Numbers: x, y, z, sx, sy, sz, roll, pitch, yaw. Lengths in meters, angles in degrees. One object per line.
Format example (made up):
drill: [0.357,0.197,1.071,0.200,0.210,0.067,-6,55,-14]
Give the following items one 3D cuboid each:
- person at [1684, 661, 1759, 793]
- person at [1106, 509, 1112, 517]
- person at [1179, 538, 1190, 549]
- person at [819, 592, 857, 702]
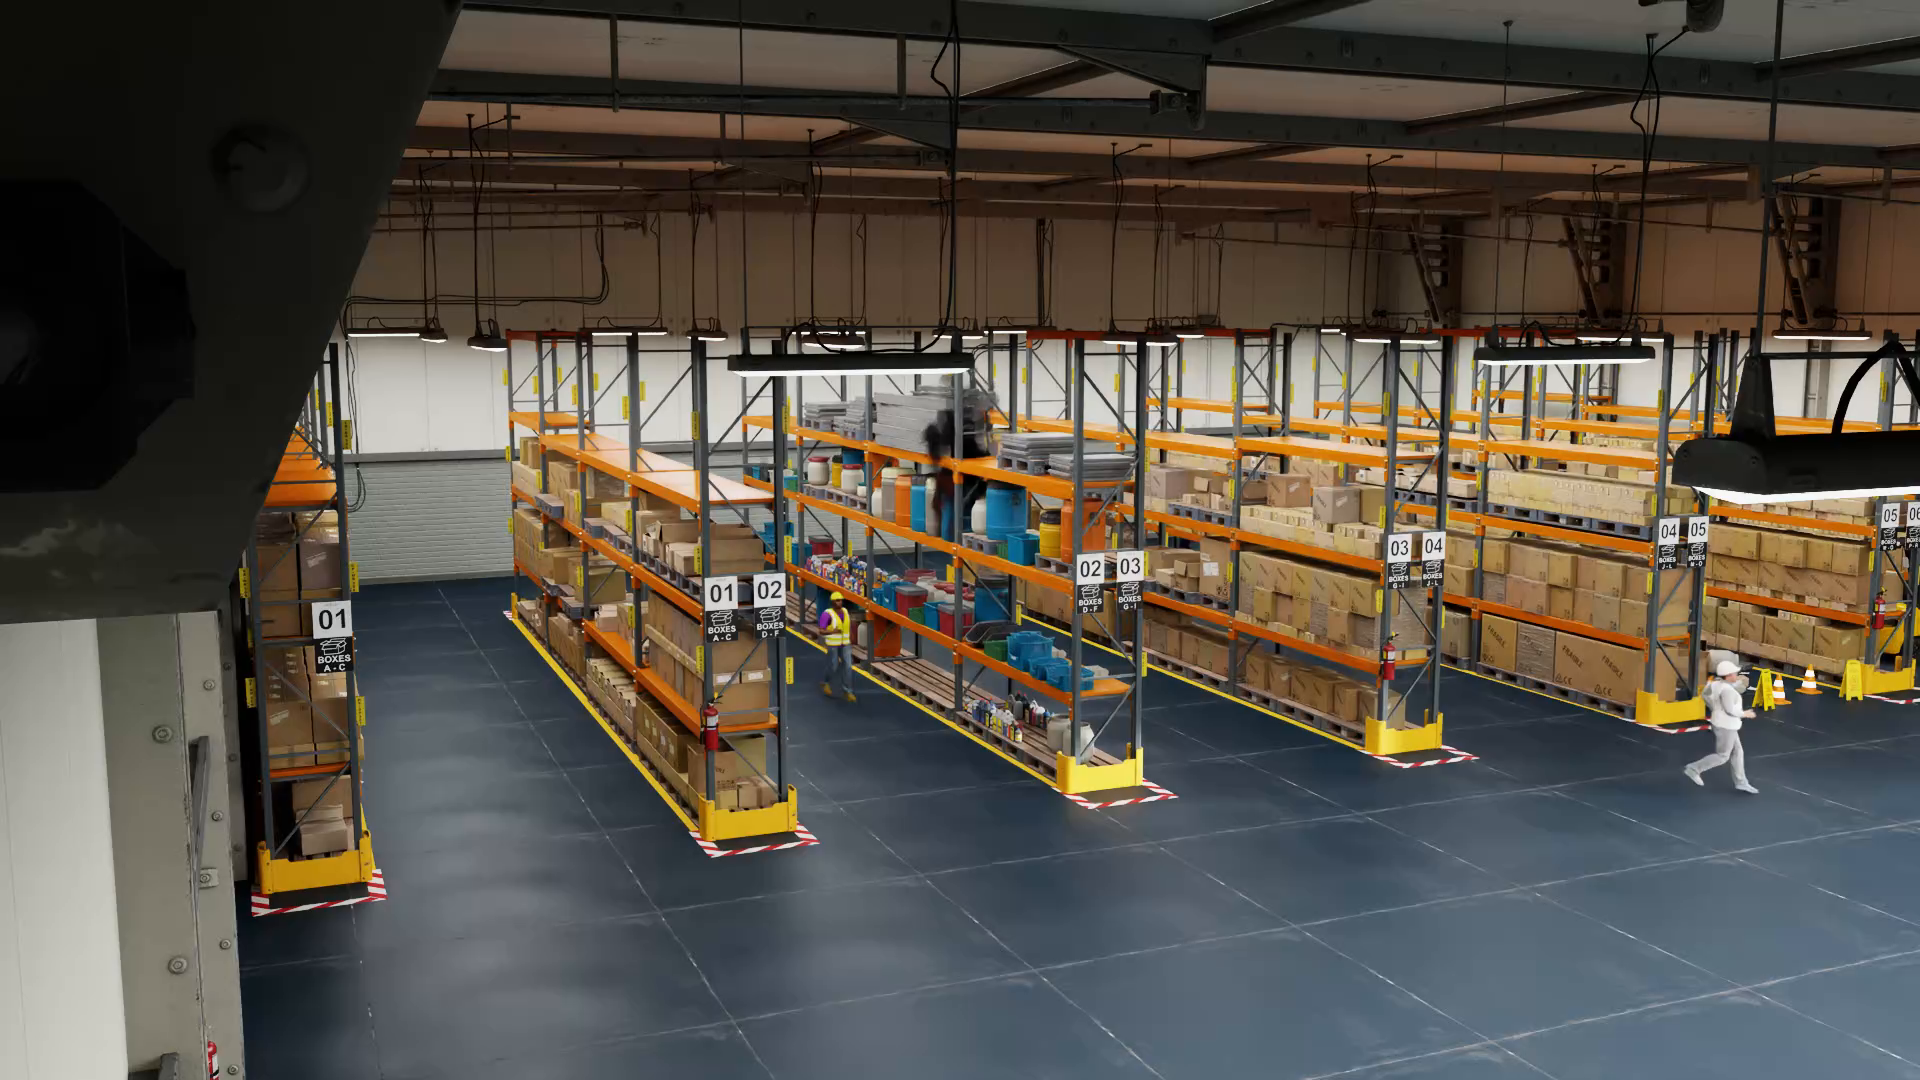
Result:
person: [10.111,2.472,21.993,0.963,1.778,0.673,2,8,12]
person: [3.390,0.112,39.472,0.728,1.718,0.836,2,8,14]
person: [5.622,-0.106,41.582,0.623,1.660,0.638,3,8,24]
person: [-1.992,1.724,27.250,0.701,1.765,0.897,-5,9,-34]
